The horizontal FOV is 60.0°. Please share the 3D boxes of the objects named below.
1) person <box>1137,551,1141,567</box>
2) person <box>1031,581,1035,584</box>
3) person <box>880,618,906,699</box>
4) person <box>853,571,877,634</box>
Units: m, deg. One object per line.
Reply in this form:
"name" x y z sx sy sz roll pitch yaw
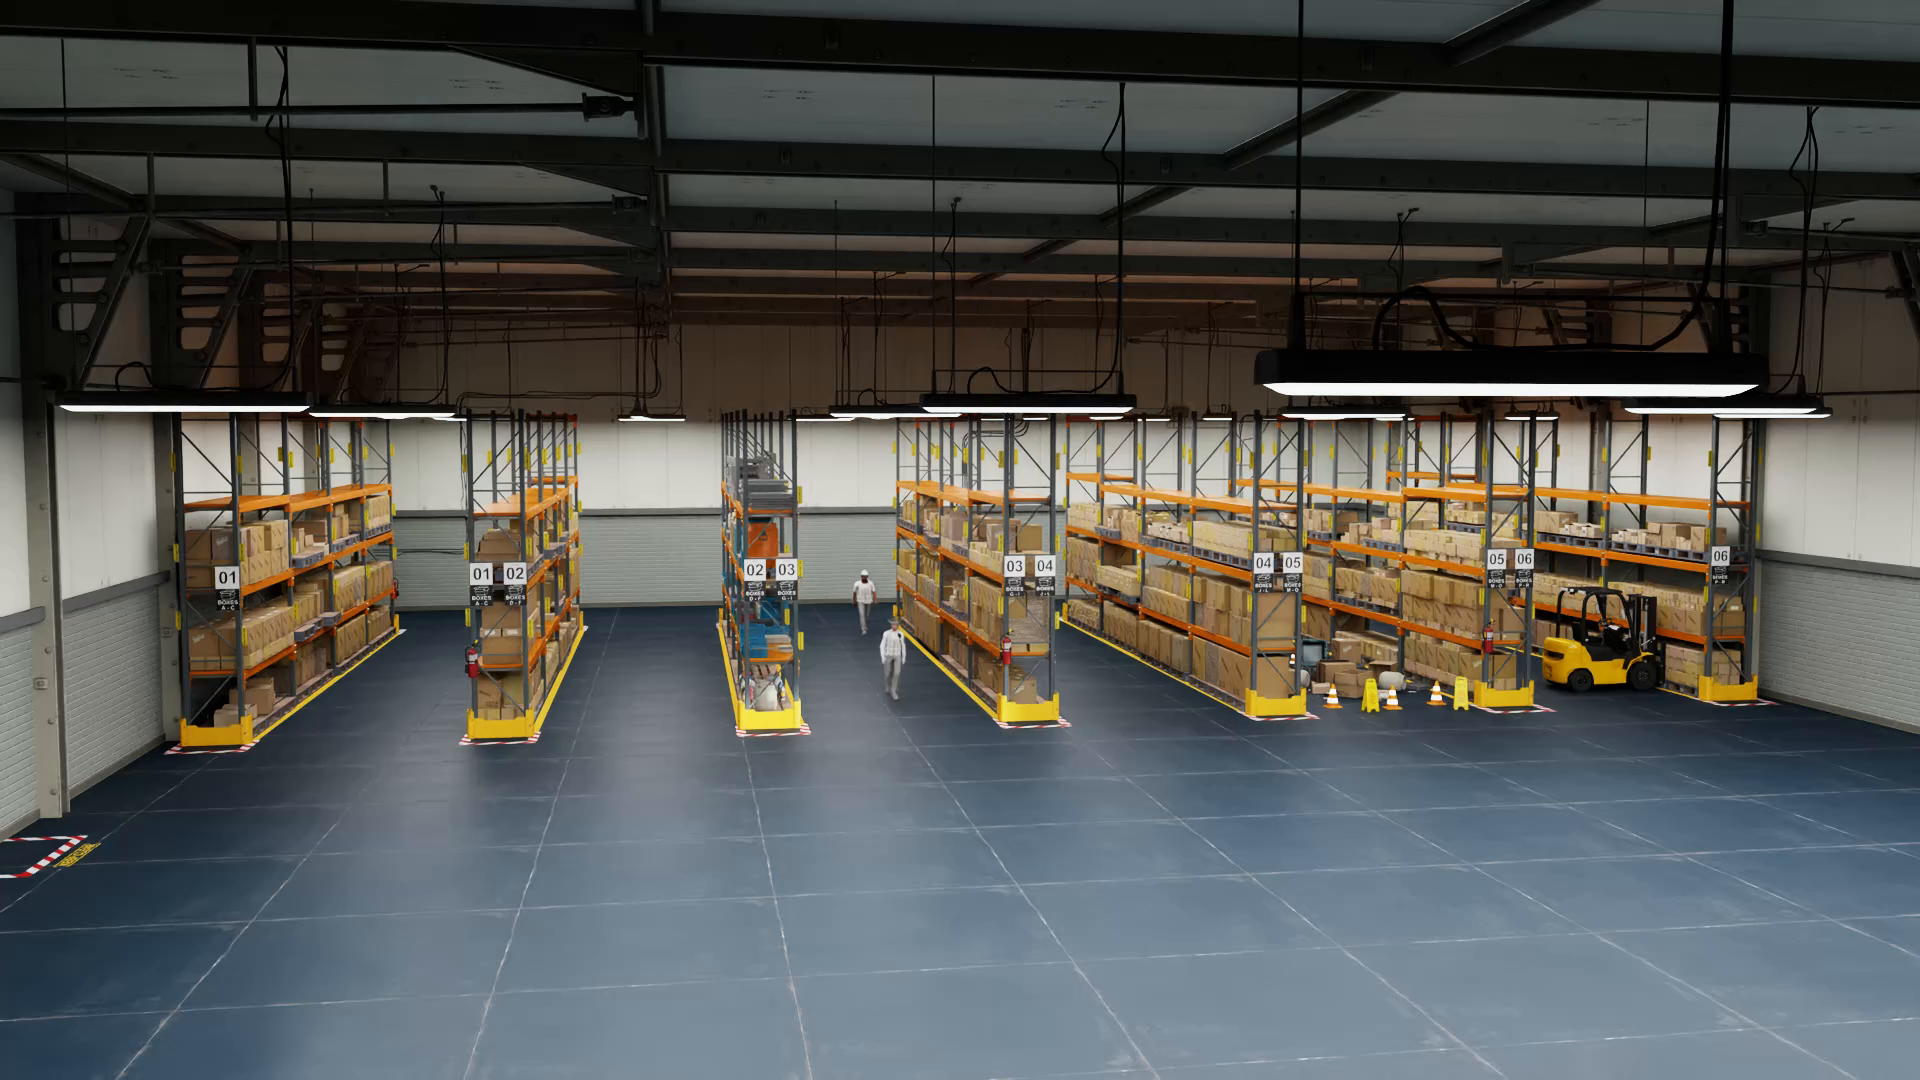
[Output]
"person" 5.553 1.146 52.874 0.560 1.764 0.836 3 5 41
"person" 2.307 1.301 51.706 1.058 1.583 0.423 3 5 38
"person" -1.401 2.474 34.988 0.563 1.666 0.730 -1 4 -13
"person" -2.589 1.690 45.372 0.616 1.711 1.081 -1 4 -12
